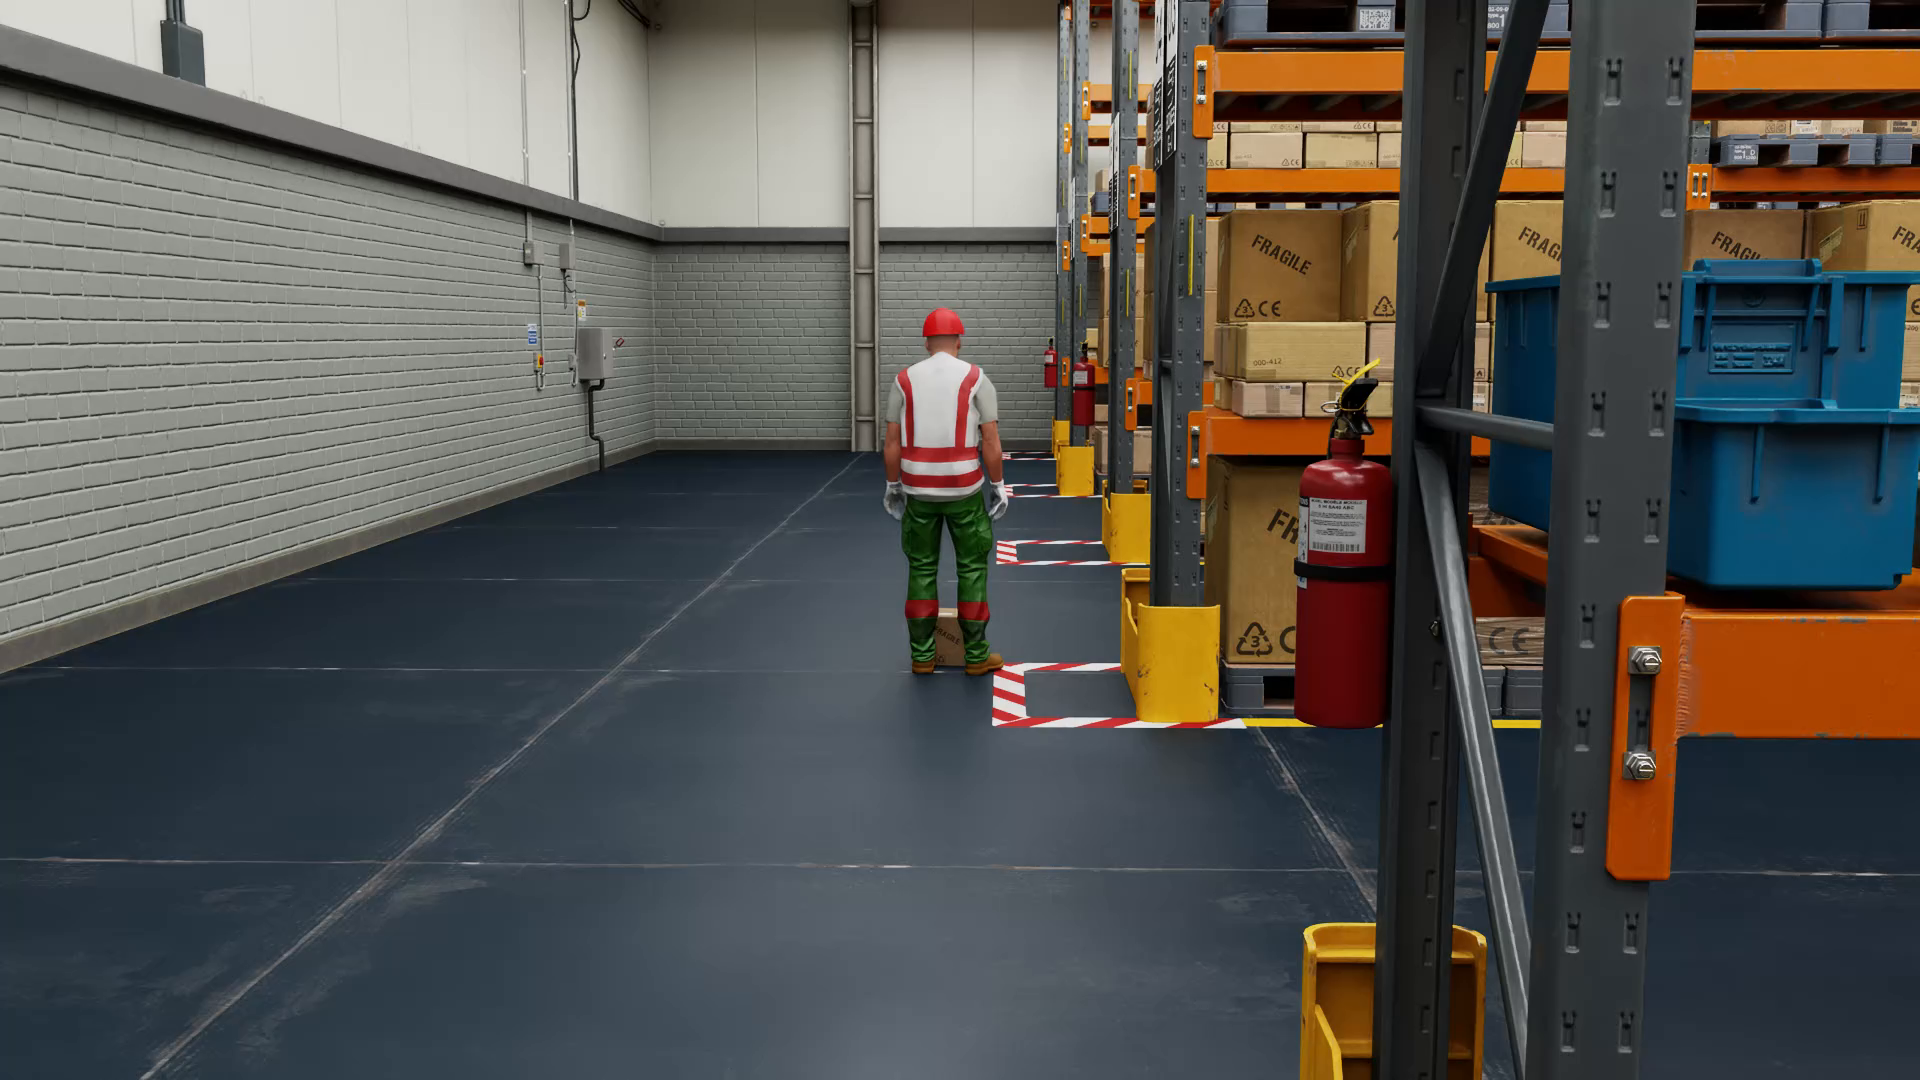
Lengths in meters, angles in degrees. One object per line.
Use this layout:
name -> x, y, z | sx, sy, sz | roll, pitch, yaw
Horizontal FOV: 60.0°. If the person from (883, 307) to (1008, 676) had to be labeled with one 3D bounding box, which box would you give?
person -> -0.072, -0.239, 8.117 | 0.617, 1.778, 0.456 | 1, 7, 12
